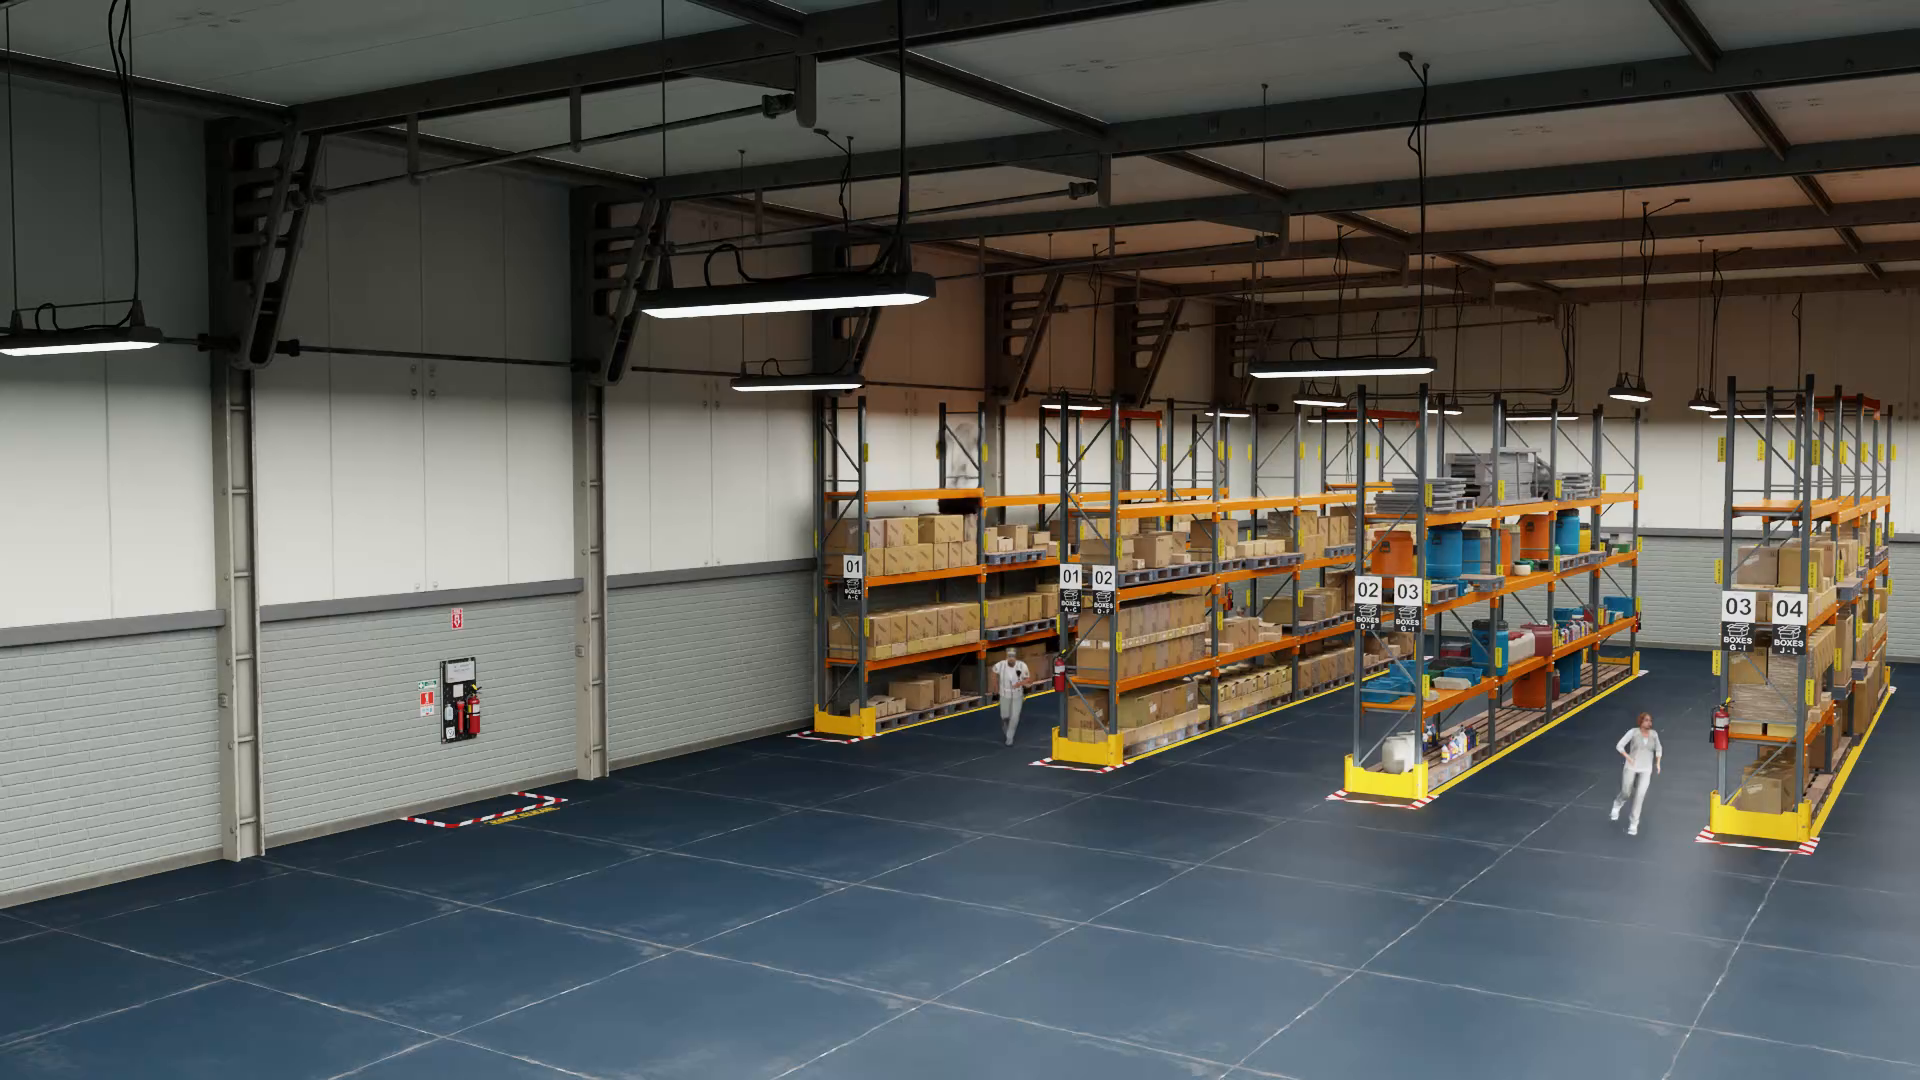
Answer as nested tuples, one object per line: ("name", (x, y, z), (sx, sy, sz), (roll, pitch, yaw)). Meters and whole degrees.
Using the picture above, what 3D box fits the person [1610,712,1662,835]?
("person", (8.999, 3.053, 22.002), (0.602, 1.562, 0.867), (1, 3, 10))

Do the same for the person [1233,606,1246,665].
("person", (6.144, 2.281, 36.408), (0.627, 1.698, 0.761), (2, 3, 28))

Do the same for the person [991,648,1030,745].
("person", (0.867, 2.672, 28.510), (0.652, 1.697, 0.743), (0, 3, -1))
